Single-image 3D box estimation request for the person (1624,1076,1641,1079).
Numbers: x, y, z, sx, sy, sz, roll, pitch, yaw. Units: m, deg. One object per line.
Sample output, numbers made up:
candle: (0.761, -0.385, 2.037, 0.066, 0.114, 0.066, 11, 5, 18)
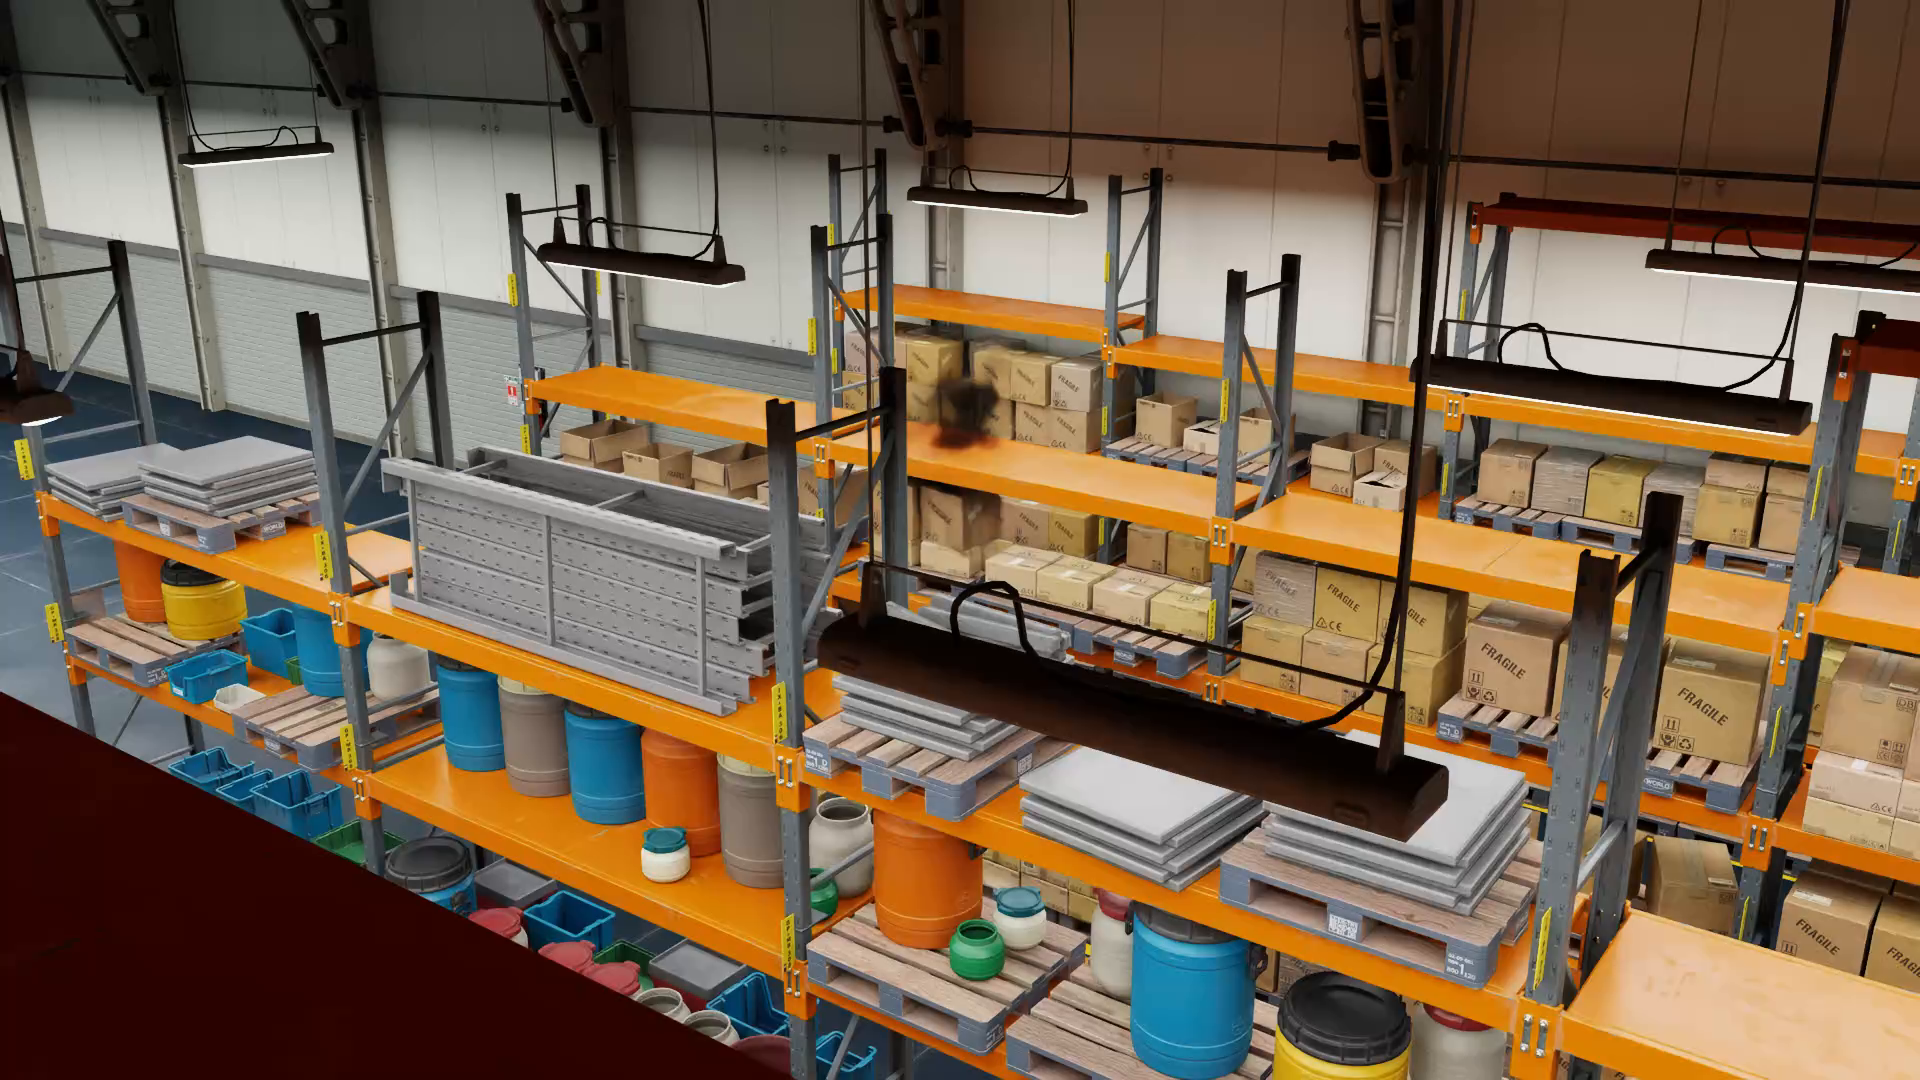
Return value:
person: (4.086, 4.059, 10.269, 0.779, 1.783, 0.629, 8, 20, 23)
